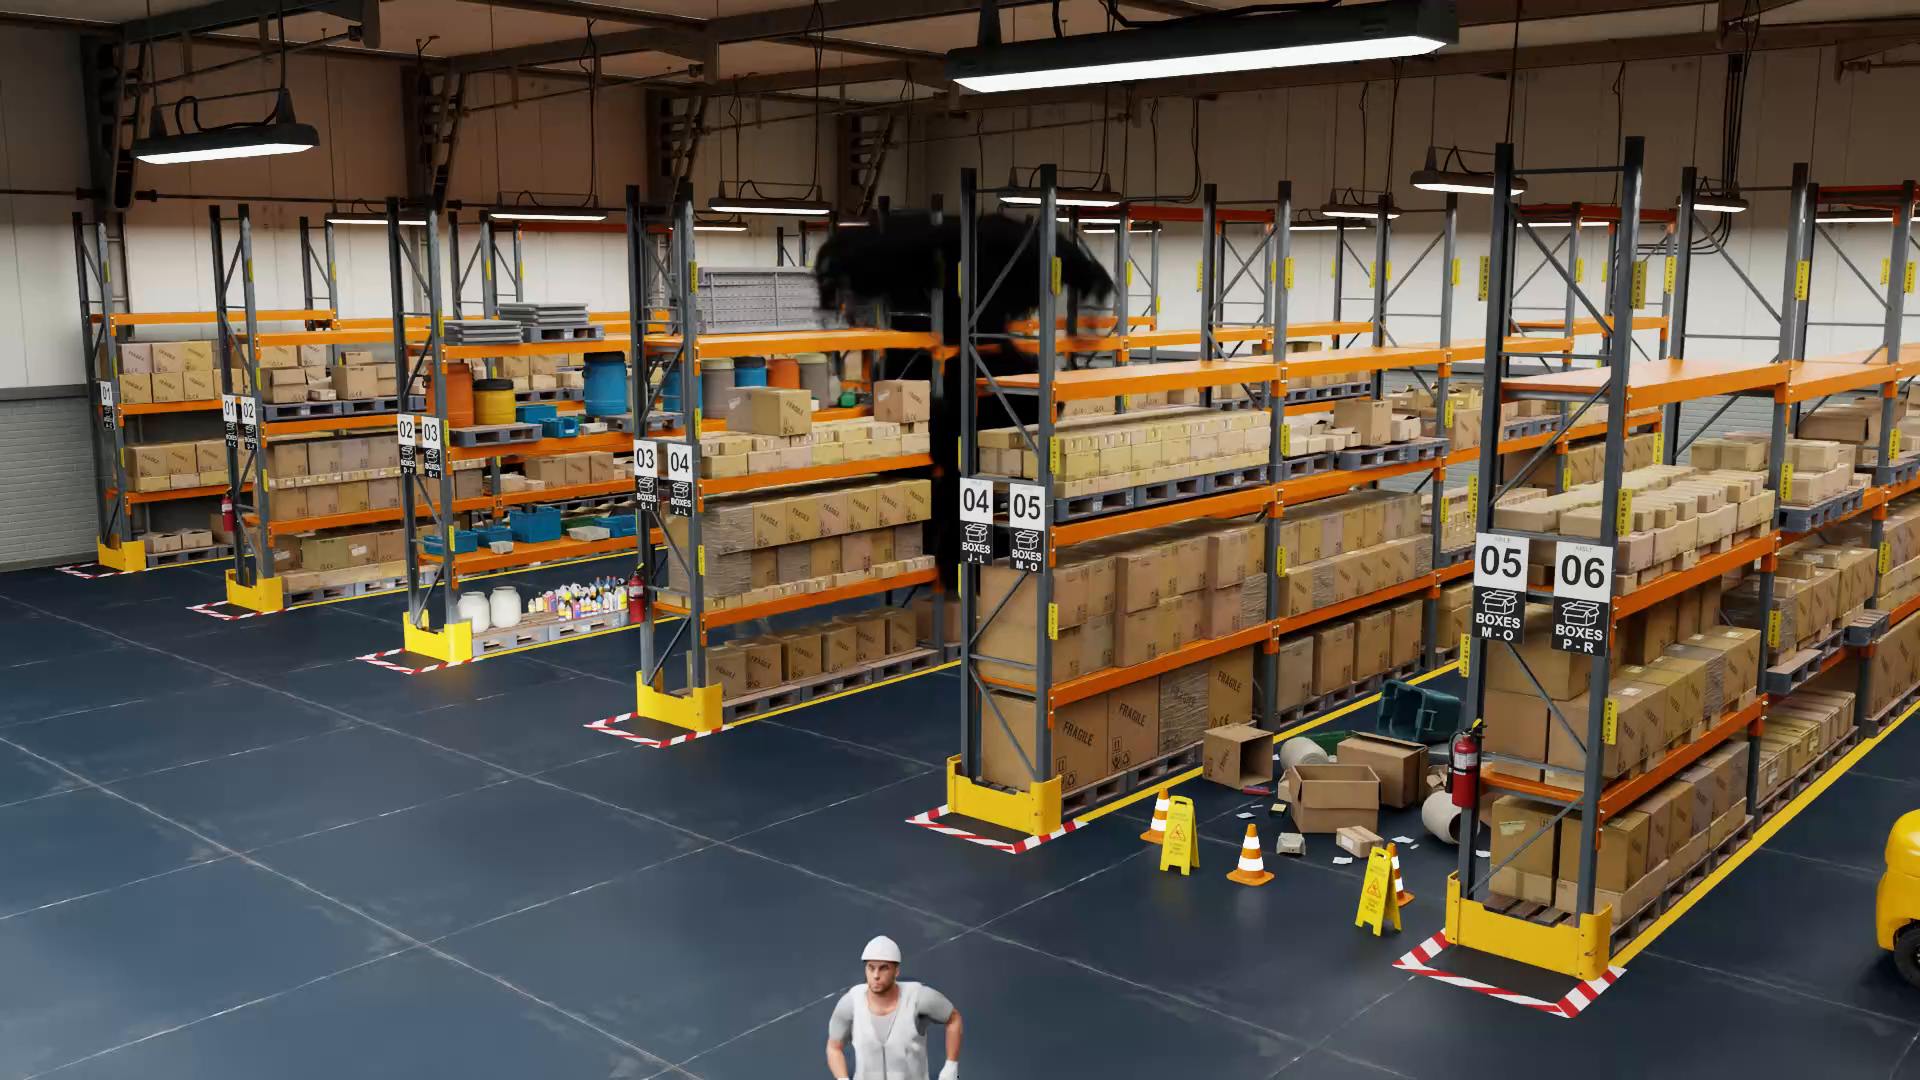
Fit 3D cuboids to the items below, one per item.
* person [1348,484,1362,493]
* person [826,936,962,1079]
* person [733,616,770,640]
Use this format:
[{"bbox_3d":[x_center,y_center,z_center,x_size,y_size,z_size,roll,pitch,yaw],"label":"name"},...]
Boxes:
[{"bbox_3d":[6.405,-0.107,26.985,0.606,1.647,0.693,6,11,31],"label":"person"},{"bbox_3d":[-0.355,2.900,8.636,0.699,1.742,0.656,1,10,7],"label":"person"},{"bbox_3d":[-2.777,0.687,22.102,0.593,1.754,0.739,5,11,27],"label":"person"}]
